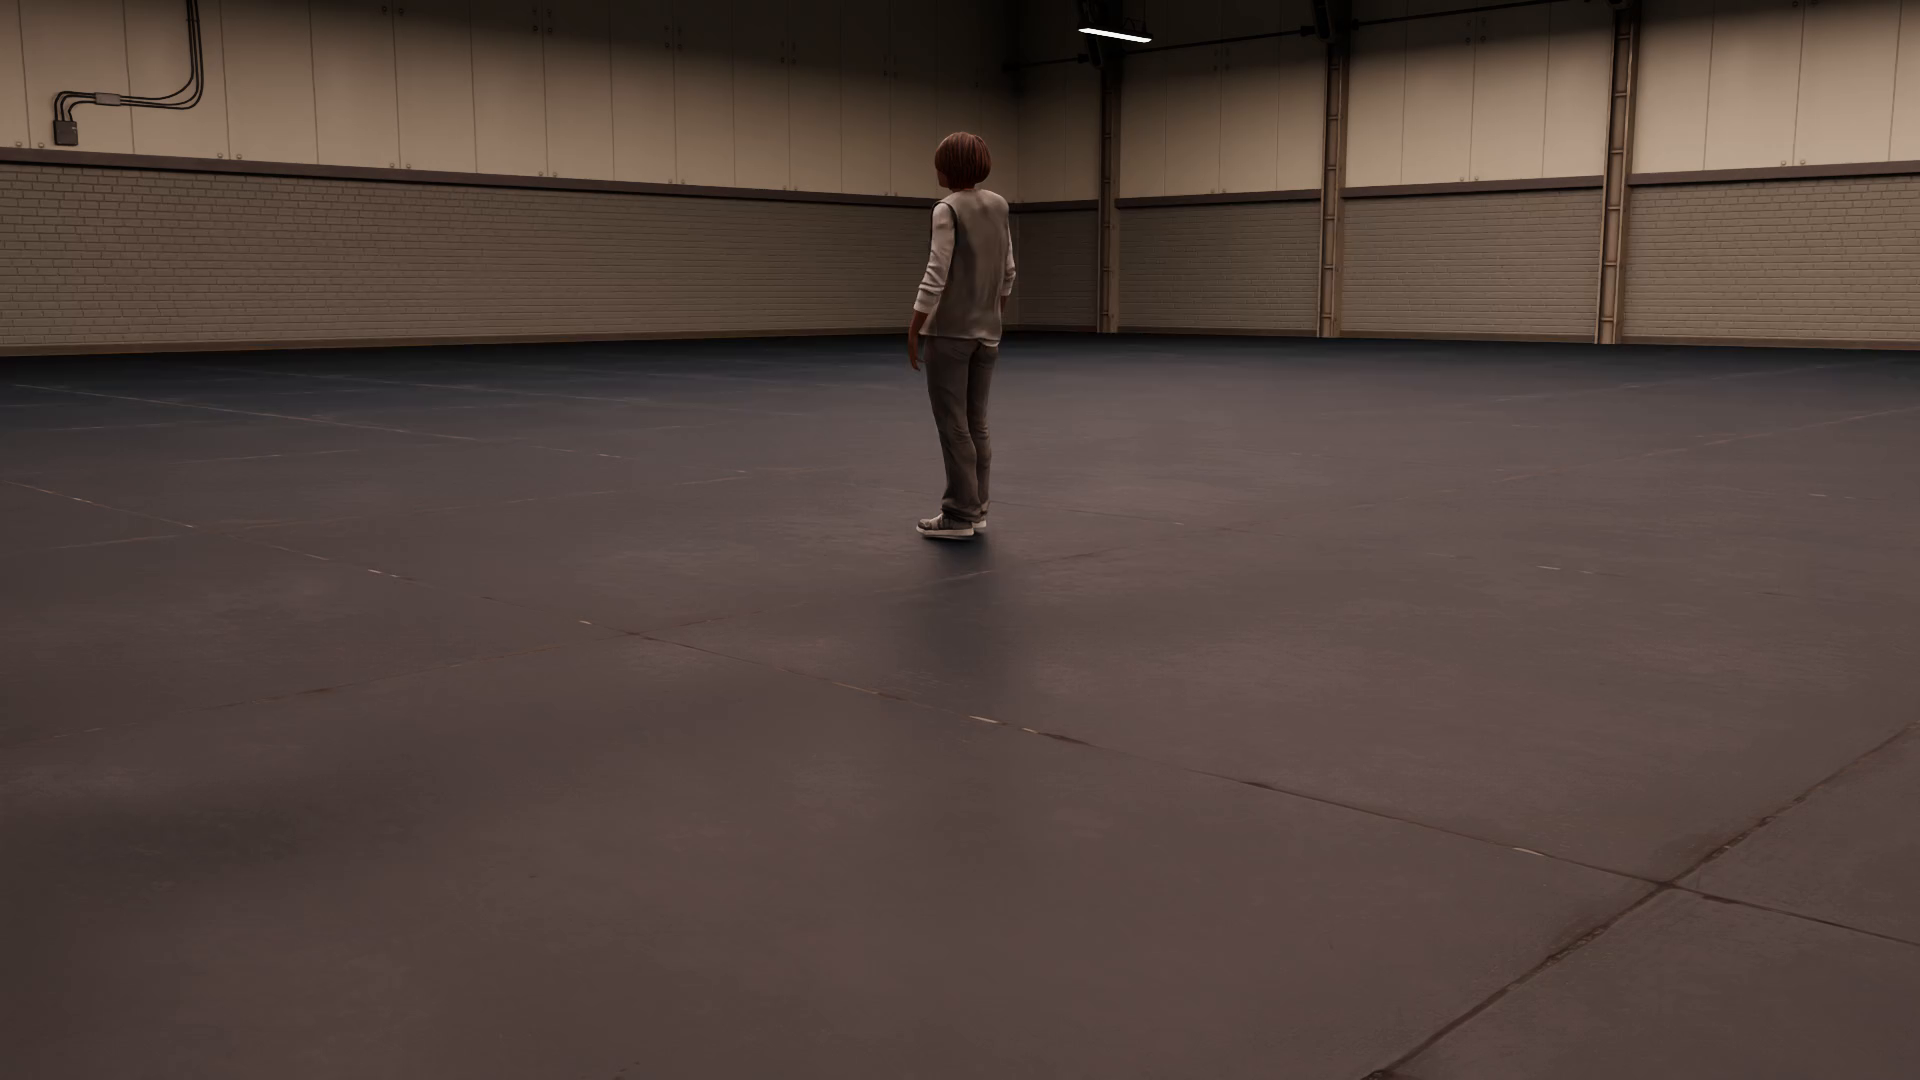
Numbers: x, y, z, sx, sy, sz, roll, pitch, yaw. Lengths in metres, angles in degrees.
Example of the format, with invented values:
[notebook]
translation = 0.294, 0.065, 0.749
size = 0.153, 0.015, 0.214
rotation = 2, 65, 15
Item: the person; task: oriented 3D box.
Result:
[person]
translation = -0.043, -0.799, 6.659
size = 0.475, 1.582, 0.520
rotation = 8, 12, 43
